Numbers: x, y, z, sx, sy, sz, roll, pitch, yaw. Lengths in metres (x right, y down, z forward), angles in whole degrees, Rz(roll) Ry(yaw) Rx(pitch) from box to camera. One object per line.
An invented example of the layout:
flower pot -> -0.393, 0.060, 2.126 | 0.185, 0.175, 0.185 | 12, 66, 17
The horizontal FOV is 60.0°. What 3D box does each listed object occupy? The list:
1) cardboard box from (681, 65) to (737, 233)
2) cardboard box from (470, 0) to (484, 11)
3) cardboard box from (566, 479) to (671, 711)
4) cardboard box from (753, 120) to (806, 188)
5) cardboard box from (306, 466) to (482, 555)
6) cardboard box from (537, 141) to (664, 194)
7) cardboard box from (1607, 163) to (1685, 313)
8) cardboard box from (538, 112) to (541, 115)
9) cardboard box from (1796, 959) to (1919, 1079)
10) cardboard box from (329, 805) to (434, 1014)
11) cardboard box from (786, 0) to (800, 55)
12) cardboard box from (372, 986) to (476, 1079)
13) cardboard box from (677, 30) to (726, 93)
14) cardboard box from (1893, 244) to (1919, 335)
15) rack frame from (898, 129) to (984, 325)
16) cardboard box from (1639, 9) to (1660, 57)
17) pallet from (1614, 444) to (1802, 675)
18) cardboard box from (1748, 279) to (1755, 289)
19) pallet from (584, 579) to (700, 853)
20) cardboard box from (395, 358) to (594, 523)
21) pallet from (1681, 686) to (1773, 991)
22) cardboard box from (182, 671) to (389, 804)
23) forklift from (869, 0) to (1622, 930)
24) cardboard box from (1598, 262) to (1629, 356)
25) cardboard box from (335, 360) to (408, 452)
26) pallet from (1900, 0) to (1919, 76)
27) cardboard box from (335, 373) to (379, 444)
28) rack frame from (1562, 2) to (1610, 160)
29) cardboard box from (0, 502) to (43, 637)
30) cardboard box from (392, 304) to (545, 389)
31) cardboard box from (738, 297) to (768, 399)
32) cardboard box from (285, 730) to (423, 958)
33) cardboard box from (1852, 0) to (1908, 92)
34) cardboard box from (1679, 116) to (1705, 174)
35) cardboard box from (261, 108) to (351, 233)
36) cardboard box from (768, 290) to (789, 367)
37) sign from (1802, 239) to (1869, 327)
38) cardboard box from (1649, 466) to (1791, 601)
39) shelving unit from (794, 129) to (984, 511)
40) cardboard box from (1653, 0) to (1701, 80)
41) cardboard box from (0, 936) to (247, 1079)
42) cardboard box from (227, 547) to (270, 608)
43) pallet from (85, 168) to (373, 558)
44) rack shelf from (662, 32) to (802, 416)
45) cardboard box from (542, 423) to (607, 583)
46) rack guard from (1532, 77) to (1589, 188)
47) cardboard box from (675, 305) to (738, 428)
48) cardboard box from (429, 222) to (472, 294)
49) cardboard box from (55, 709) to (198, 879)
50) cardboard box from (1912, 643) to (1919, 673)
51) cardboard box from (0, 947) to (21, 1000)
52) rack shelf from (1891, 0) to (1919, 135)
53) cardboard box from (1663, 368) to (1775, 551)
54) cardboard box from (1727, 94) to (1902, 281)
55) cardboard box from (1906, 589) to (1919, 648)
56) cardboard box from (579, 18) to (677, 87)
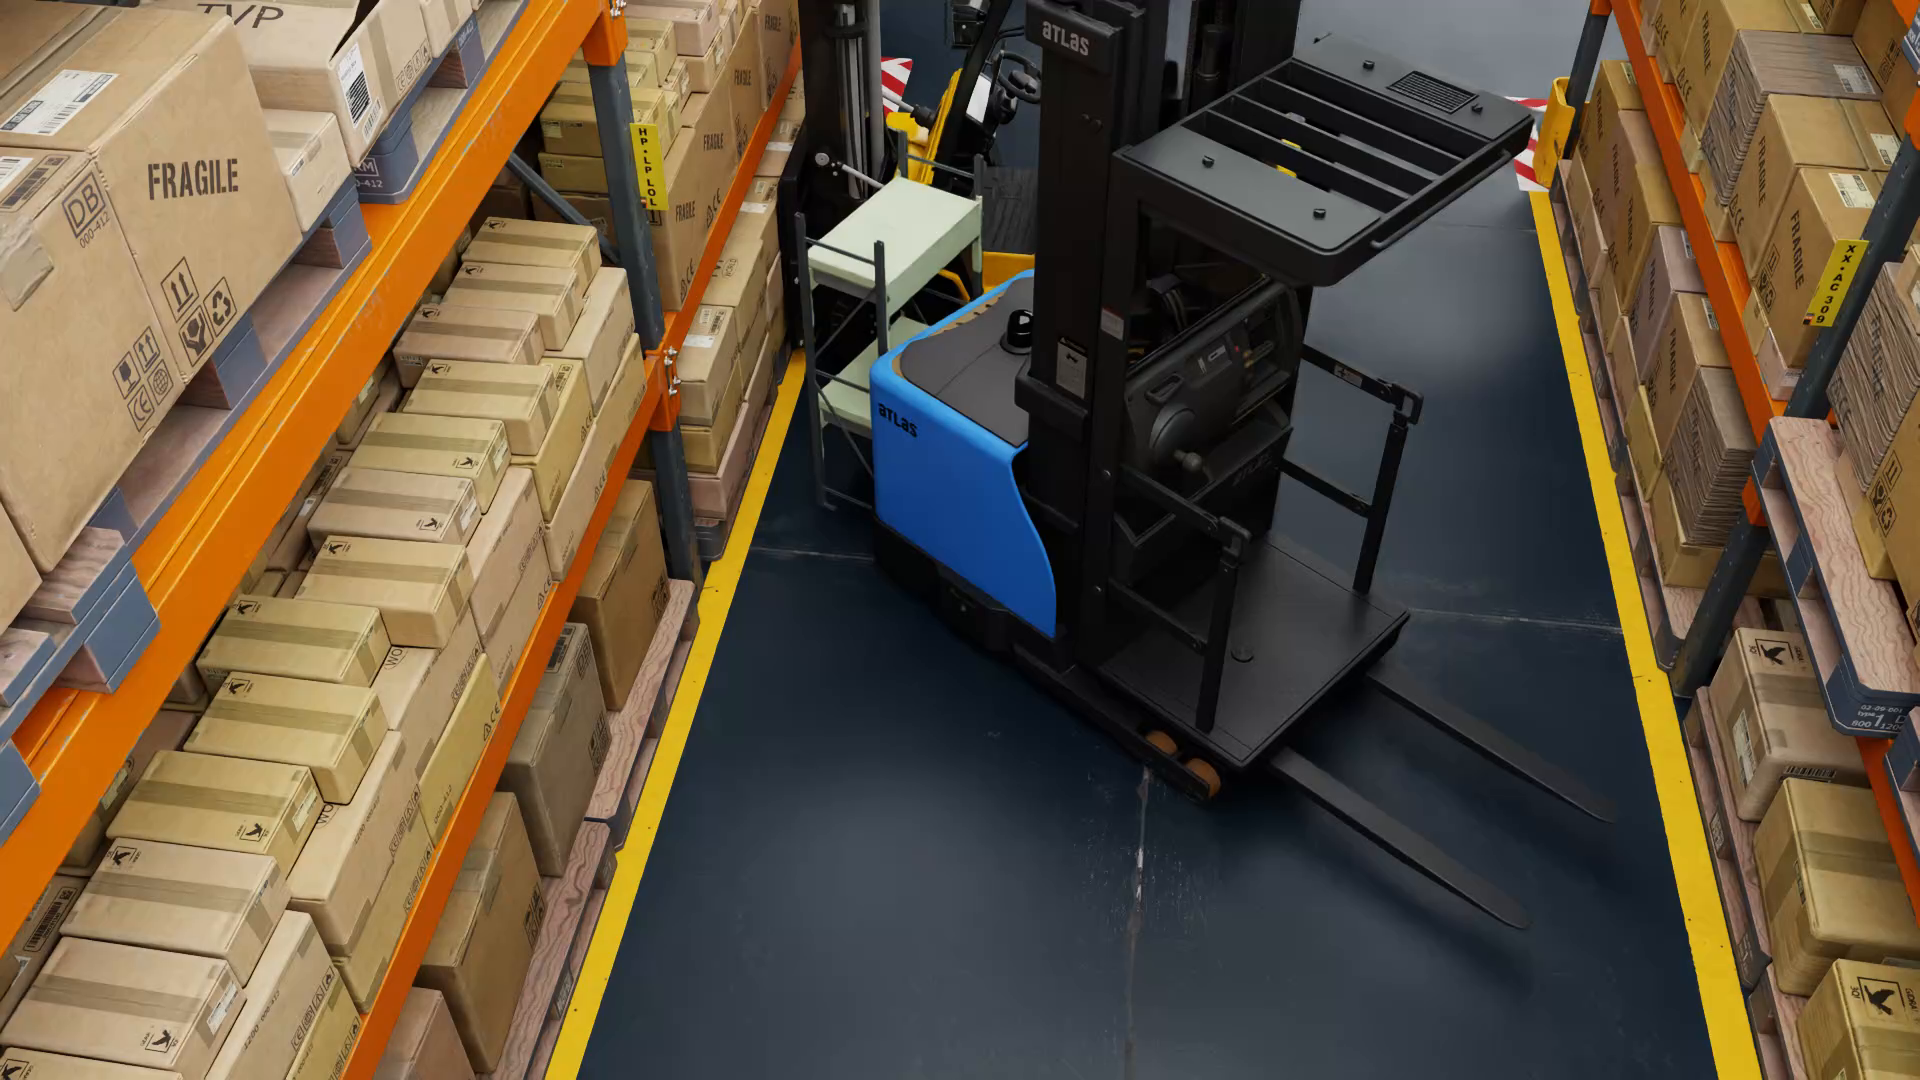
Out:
cardboard box -> -1.219, -1.579, 6.663 | 0.500, 0.500, 0.500 | 6, 44, 6
cardboard box -> -1.443, -1.638, 4.303 | 0.500, 0.311, 0.500 | 4, 44, 4
cardboard box -> -1.647, 0.159, 6.322 | 0.875, 0.625, 0.625 | 7, 44, 7
cardboard box -> -1.005, -1.771, 7.905 | 0.500, 0.250, 0.500 | 4, 44, 5
cardboard box -> -1.554, -0.053, 4.580 | 0.380, 0.149, 0.250 | 6, 44, 6
cardboard box -> -1.286, -1.373, 5.974 | 0.380, 0.149, 0.250 | 5, 44, 5
cardboard box -> 3.338, -1.373, 7.667 | 0.500, 0.500, 0.500 | 6, 44, 6
cardboard box -> -1.759, -1.775, 6.399 | 0.380, 0.149, 0.250 | 6, 44, 7
cardboard box -> 3.082, 1.665, 4.916 | 0.950, 0.372, 0.625 | 7, 44, 7
cardboard box -> -1.685, 0.899, 4.228 | 0.500, 0.250, 0.500 | 4, 44, 4
cardboard box -> -1.010, -2.609, 7.751 | 0.500, 0.500, 0.500 | 4, 44, 5
cardboard box -> -1.944, 1.658, 4.739 | 0.875, 0.625, 0.625 | 7, 44, 7
cardboard box -> -1.141, -1.891, 6.521 | 0.380, 0.149, 0.250 | 6, 44, 6
cardboard box -> 2.919, -0.703, 4.744 | 0.380, 0.149, 0.250 | 5, 44, 5
rack frame -> -0.081, -1.071, 7.290 | 0.400, 1.500, 0.023 | 23, 48, 22
cardboard box -> 3.396, -2.365, 7.749 | 0.380, 0.149, 0.250 | 6, 44, 6
pallet -> 3.385, 0.093, 6.999 | 1.003, 0.211, 1.213 | 5, 44, 6
cardboard box -> 3.210, -0.956, 6.260 | 0.380, 0.149, 0.250 | 5, 44, 6
pallet -> -1.648, 0.611, 6.451 | 1.003, 0.211, 1.213 | 5, 44, 6
cardboard box -> -1.462, -0.325, 5.158 | 0.500, 0.250, 0.500 | 4, 44, 4
pallet -> 3.230, 1.084, 5.951 | 1.003, 0.211, 1.213 | 5, 44, 6
cardboard box -> -1.624, 0.476, 4.021 | 0.380, 0.149, 0.250 | 6, 44, 6
forklift -> 1.036, -0.492, 5.638 | 3.031, 2.935, 1.130 | 34, 53, 31
cardboard box -> 3.345, -1.094, 7.918 | 0.500, 0.250, 0.500 | 8, 44, 8
cardboard box -> -1.987, -0.370, 5.205 | 0.500, 0.250, 0.500 | 5, 44, 5
pallet -> 3.144, -1.069, 4.152 | 1.213, 0.211, 1.003 | 5, 44, 6
cardboard box -> -1.983, -0.435, 4.983 | 0.380, 0.149, 0.250 | 5, 44, 5
rack frame -> 3.860, -3.185, 8.432 | 1.000, 3.000, 0.127 | 5, 44, 6
cardboard box -> -1.781, 0.033, 2.401 | 0.500, 0.500, 0.500 | 6, 44, 6
cardboard box -> -1.515, -0.587, 5.144 | 0.380, 0.149, 0.250 | 5, 44, 5
cardboard box -> -1.155, -0.888, 7.337 | 0.500, 0.250, 0.500 | 5, 44, 5
cardboard box -> -1.663, 0.715, 4.059 | 0.500, 0.250, 0.500 | 4, 44, 4
cardboard box -> 3.787, -1.932, 6.093 | 0.700, 0.500, 0.500 | 4, 44, 5
cardboard box -> 3.264, -1.657, 7.001 | 0.380, 0.149, 0.250 | 6, 44, 6
cardboard box -> -1.536, -0.792, 3.527 | 0.380, 0.149, 0.250 | 5, 44, 5
cardboard box -> -1.093, -1.060, 7.882 | 0.500, 0.250, 0.500 | 6, 44, 6
sign -> 2.792, -0.817, 5.302 | 0.100, 0.325, 0.005 | 5, 44, 6
cardboard box -> 3.143, -0.040, 6.805 | 0.500, 0.250, 0.500 | 7, 44, 7
shelving unit -> -0.271, -0.856, 7.063 | 0.431, 1.500, 0.755 | 23, 48, 22
cardboard box -> 3.391, -2.331, 7.241 | 0.500, 0.500, 0.500 | 4, 44, 5
cardboard box -> -1.741, 0.997, 3.471 | 0.380, 0.149, 0.250 | 6, 44, 7
cardboard box -> -2.096, 0.075, 4.444 | 0.380, 0.149, 0.250 | 6, 44, 6
pallet -> -1.972, -0.435, 3.484 | 1.003, 0.211, 1.213 | 7, 44, 7
rack shelf -> -1.325, -2.009, 7.714 | 1.077, 0.370, 4.000 | 5, 44, 6
cardboard box -> -1.458, -0.143, 5.328 | 0.500, 0.250, 0.500 | 5, 44, 5
rack guard -> 3.850, -2.225, 9.237 | 1.175, 0.500, 0.348 | 5, 44, 6
cardboard box -> -1.214, -0.726, 6.802 | 0.500, 0.250, 0.500 | 5, 44, 5
cardboard box -> -1.848, -0.959, 5.537 | 0.380, 0.149, 0.250 | 4, 44, 5
cardboard box -> -2.199, 0.670, 4.106 | 0.500, 0.250, 0.500 | 5, 44, 5
cardboard box -> 2.866, 0.369, 4.556 | 0.380, 0.149, 0.250 | 6, 44, 6
cardboard box -> -2.257, 0.947, 3.524 | 0.380, 0.149, 0.250 | 5, 44, 5
rack shelf -> 3.596, -2.650, 6.209 | 1.077, 0.370, 4.000 | 5, 44, 6
cardboard box -> 3.143, -0.313, 6.548 | 0.500, 0.500, 0.500 | 5, 44, 5
cardboard box -> 3.205, -1.280, 6.131 | 0.500, 0.500, 0.500 | 7, 44, 7
cardboard box -> 2.840, 0.215, 4.247 | 0.500, 0.500, 0.500 | 5, 44, 5
cardboard box -> -1.283, -1.839, 6.249 | 0.380, 0.149, 0.250 | 5, 44, 5
